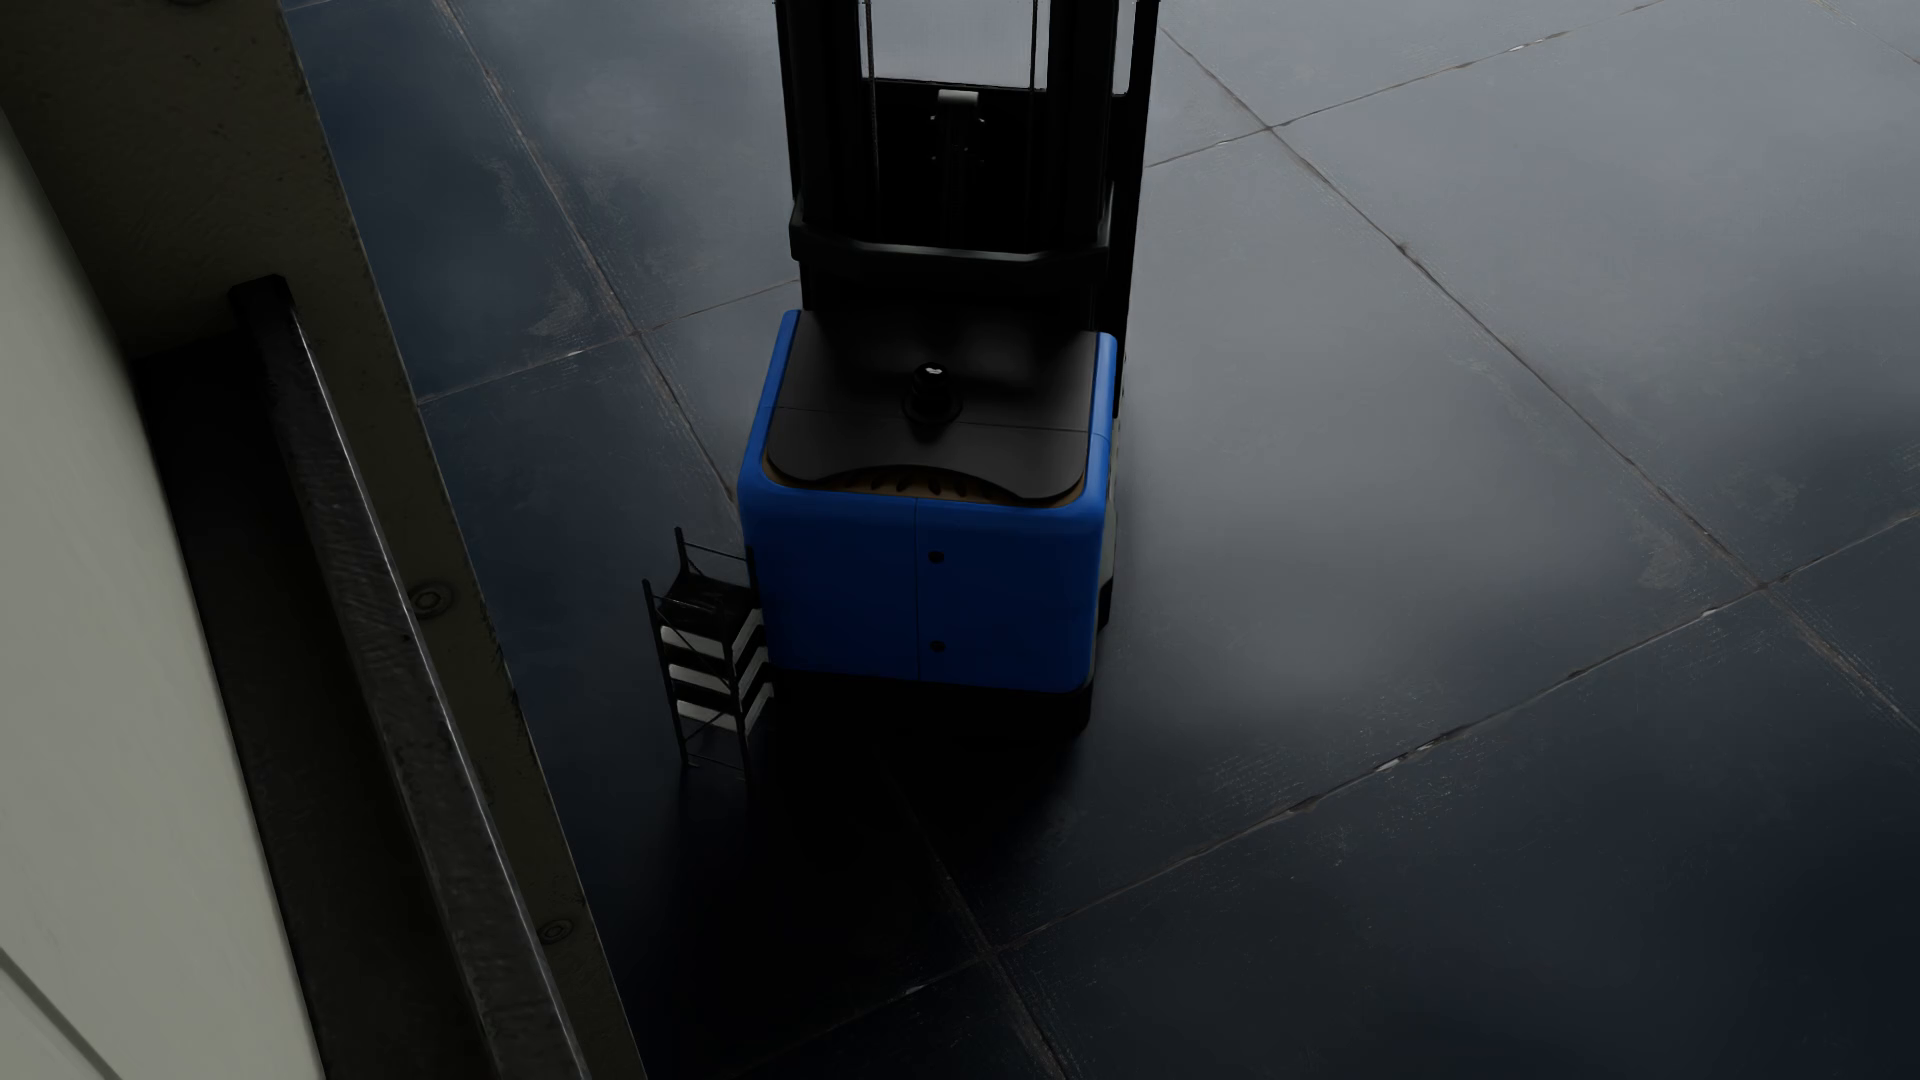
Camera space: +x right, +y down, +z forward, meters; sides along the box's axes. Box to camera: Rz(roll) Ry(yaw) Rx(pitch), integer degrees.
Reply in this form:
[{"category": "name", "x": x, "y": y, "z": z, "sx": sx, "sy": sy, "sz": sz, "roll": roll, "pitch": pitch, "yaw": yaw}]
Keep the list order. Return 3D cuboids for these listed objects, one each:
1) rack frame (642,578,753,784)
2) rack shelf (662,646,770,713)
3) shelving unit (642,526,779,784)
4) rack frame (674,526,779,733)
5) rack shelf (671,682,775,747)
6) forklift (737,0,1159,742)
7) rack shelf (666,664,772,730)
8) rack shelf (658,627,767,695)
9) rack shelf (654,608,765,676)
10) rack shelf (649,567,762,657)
[{"category": "rack frame", "x": -0.759, "y": 0.433, "z": 4.872, "sx": 0.240, "sy": 0.900, "sz": 0.006, "roll": 15, "pitch": 50, "yaw": 13}, {"category": "rack shelf", "x": -0.725, "y": 0.383, "z": 4.960, "sx": 0.258, "sy": 0.077, "sz": 0.200, "roll": 15, "pitch": 50, "yaw": 13}, {"category": "shelving unit", "x": -0.725, "y": 0.361, "z": 4.935, "sx": 0.258, "sy": 0.900, "sz": 0.210, "roll": 15, "pitch": 50, "yaw": 13}, {"category": "rack frame", "x": -0.692, "y": 0.289, "z": 4.998, "sx": 0.240, "sy": 0.900, "sz": 0.006, "roll": 15, "pitch": 50, "yaw": 13}, {"category": "rack shelf", "x": -0.725, "y": 0.501, "z": 5.096, "sx": 0.258, "sy": 0.077, "sz": 0.200, "roll": 15, "pitch": 50, "yaw": 13}, {"category": "forklift", "x": 0.046, "y": -1.453, "z": 5.173, "sx": 1.130, "sy": 2.935, "sz": 3.031, "roll": 5, "pitch": 49, "yaw": 4}, {"category": "rack shelf", "x": -0.725, "y": 0.442, "z": 5.028, "sx": 0.258, "sy": 0.077, "sz": 0.200, "roll": 15, "pitch": 50, "yaw": 13}, {"category": "rack shelf", "x": -0.725, "y": 0.324, "z": 4.893, "sx": 0.258, "sy": 0.077, "sz": 0.200, "roll": 15, "pitch": 50, "yaw": 13}, {"category": "rack shelf", "x": -0.725, "y": 0.264, "z": 4.825, "sx": 0.258, "sy": 0.077, "sz": 0.200, "roll": 15, "pitch": 50, "yaw": 13}, {"category": "rack shelf", "x": -0.725, "y": 0.205, "z": 4.757, "sx": 0.258, "sy": 0.077, "sz": 0.200, "roll": 15, "pitch": 50, "yaw": 13}]
